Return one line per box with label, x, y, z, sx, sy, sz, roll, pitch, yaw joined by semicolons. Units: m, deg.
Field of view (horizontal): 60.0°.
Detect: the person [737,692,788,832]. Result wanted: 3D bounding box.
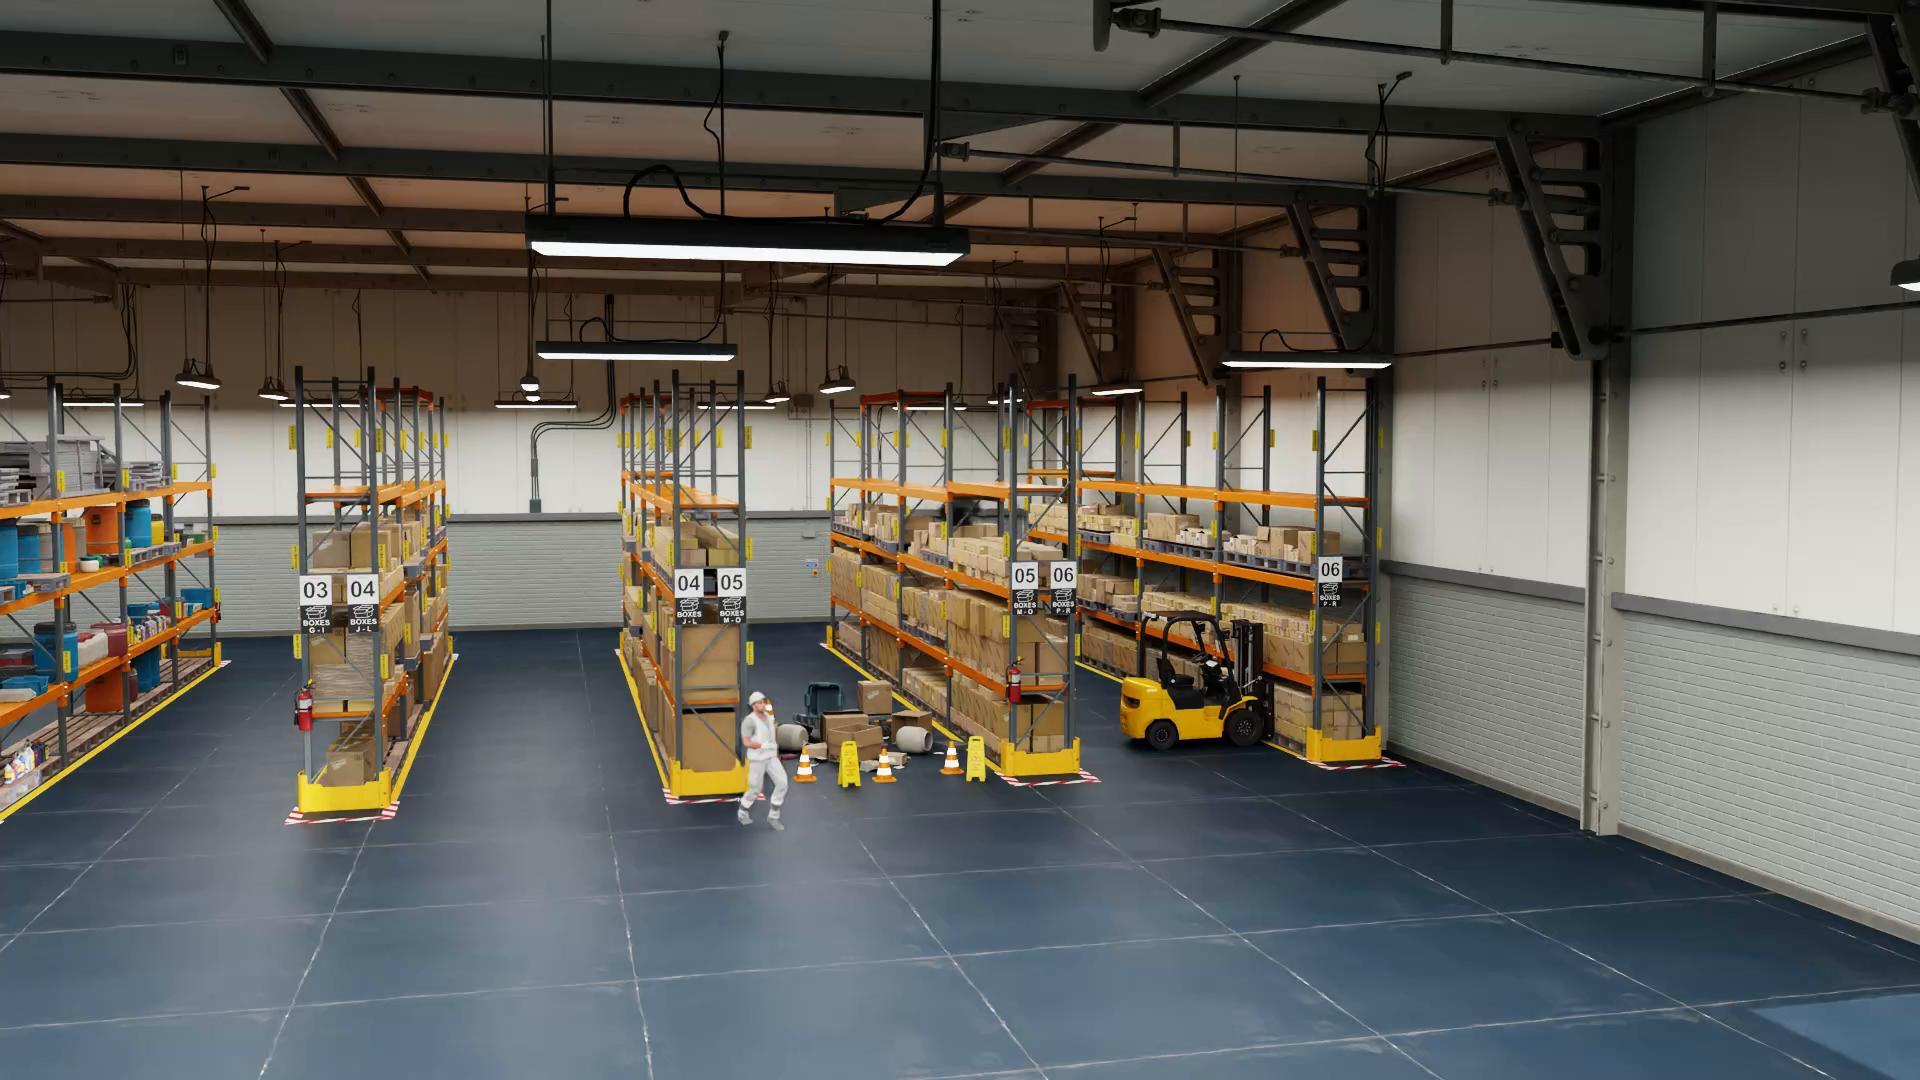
person;-2.547;2.846;21.414;0.765;1.802;0.666;3;4;40
